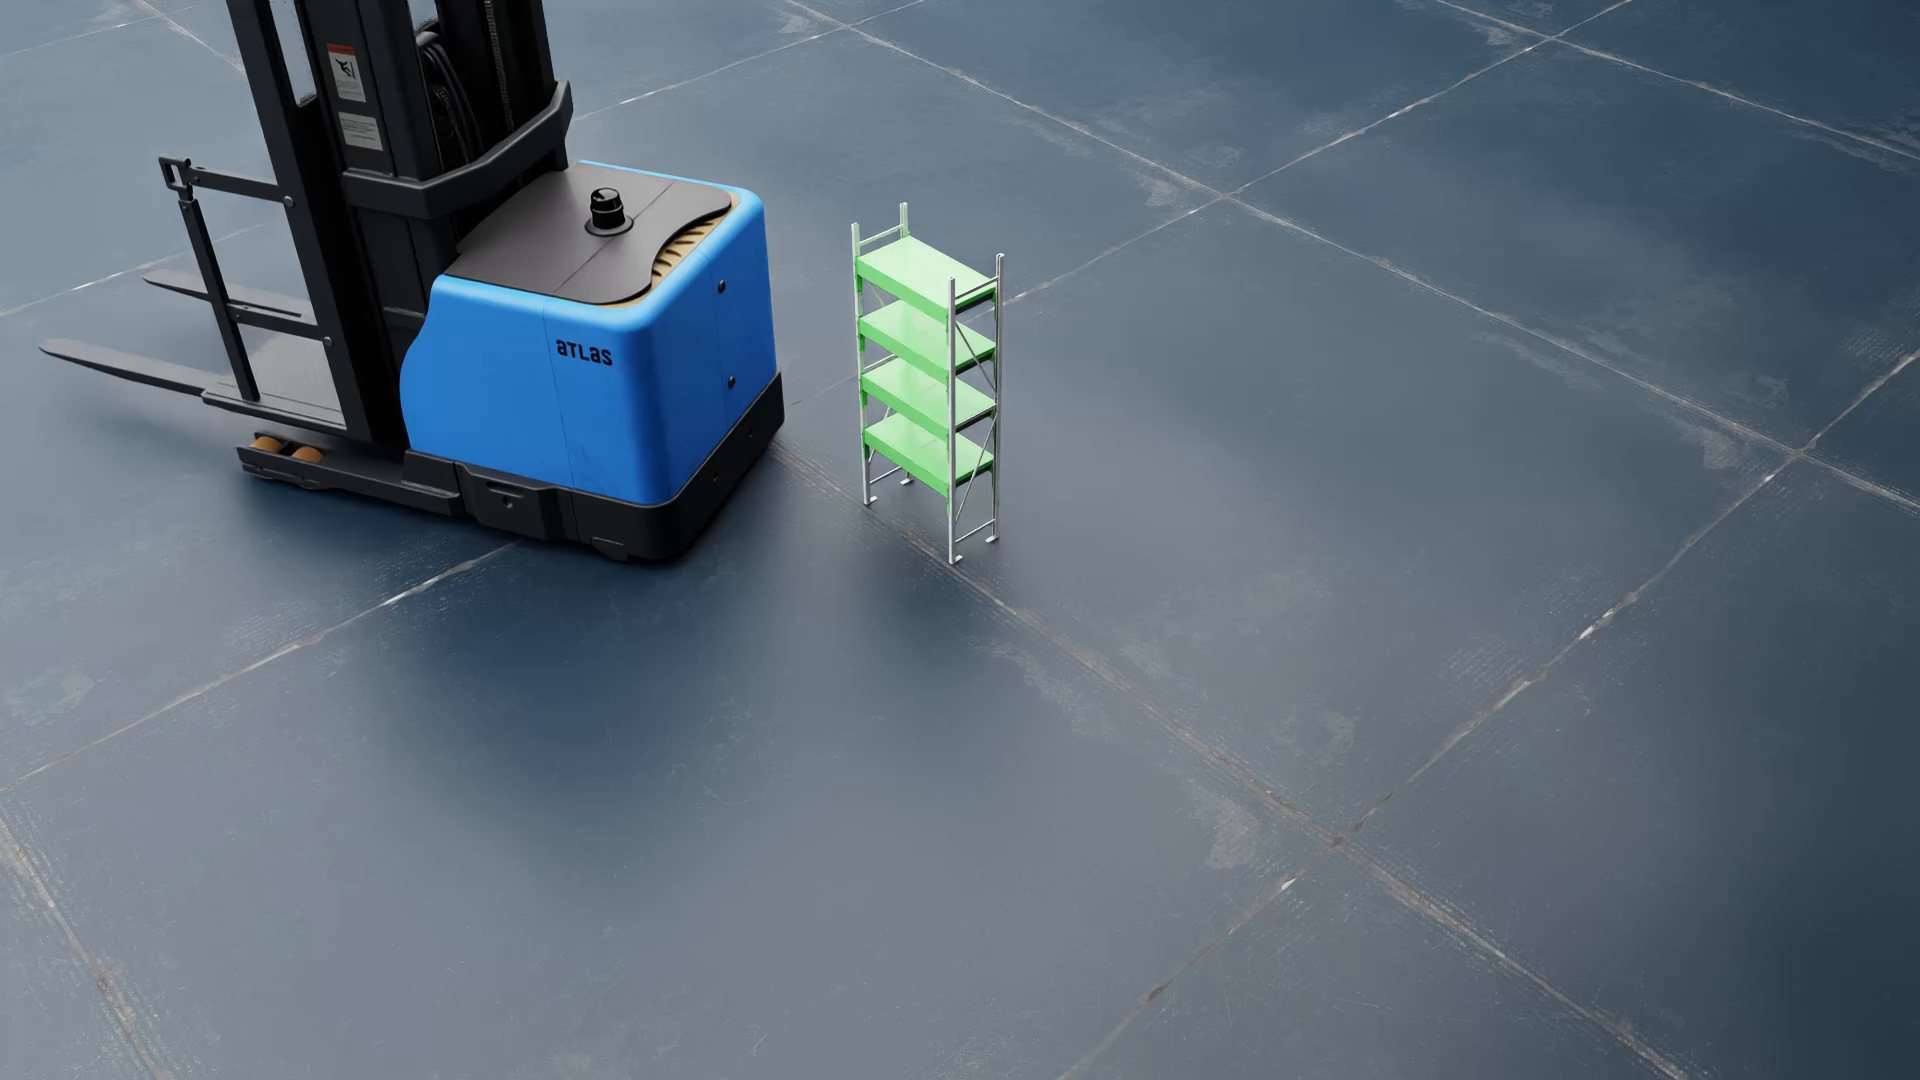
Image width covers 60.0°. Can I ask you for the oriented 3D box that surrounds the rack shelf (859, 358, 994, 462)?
[{"bbox_3d":[-0.112,-0.494,6.008,0.258,0.148,0.480,-30,48,-32],"label":"rack shelf"}]

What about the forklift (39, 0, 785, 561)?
[{"bbox_3d":[-2.283,-1.633,5.939,3.031,2.935,1.130,13,41,16],"label":"forklift"}]

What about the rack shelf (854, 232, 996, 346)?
[{"bbox_3d":[-0.112,-0.867,5.706,0.258,0.148,0.480,-30,48,-32],"label":"rack shelf"}]

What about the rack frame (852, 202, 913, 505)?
[{"bbox_3d":[-0.277,-0.656,6.108,0.240,1.200,0.015,-30,48,-32],"label":"rack frame"}]

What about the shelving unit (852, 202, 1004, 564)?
[{"bbox_3d":[-0.112,-0.543,5.968,0.258,1.200,0.503,-30,48,-32],"label":"shelving unit"}]

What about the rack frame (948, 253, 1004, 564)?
[{"bbox_3d":[0.053,-0.430,5.828,0.240,1.200,0.015,-30,48,-32],"label":"rack frame"}]

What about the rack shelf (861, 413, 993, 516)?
[{"bbox_3d":[-0.112,-0.307,6.159,0.258,0.148,0.480,-30,48,-32],"label":"rack shelf"}]

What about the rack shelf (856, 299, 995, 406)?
[{"bbox_3d":[-0.112,-0.680,5.857,0.258,0.148,0.480,-30,48,-32],"label":"rack shelf"}]
